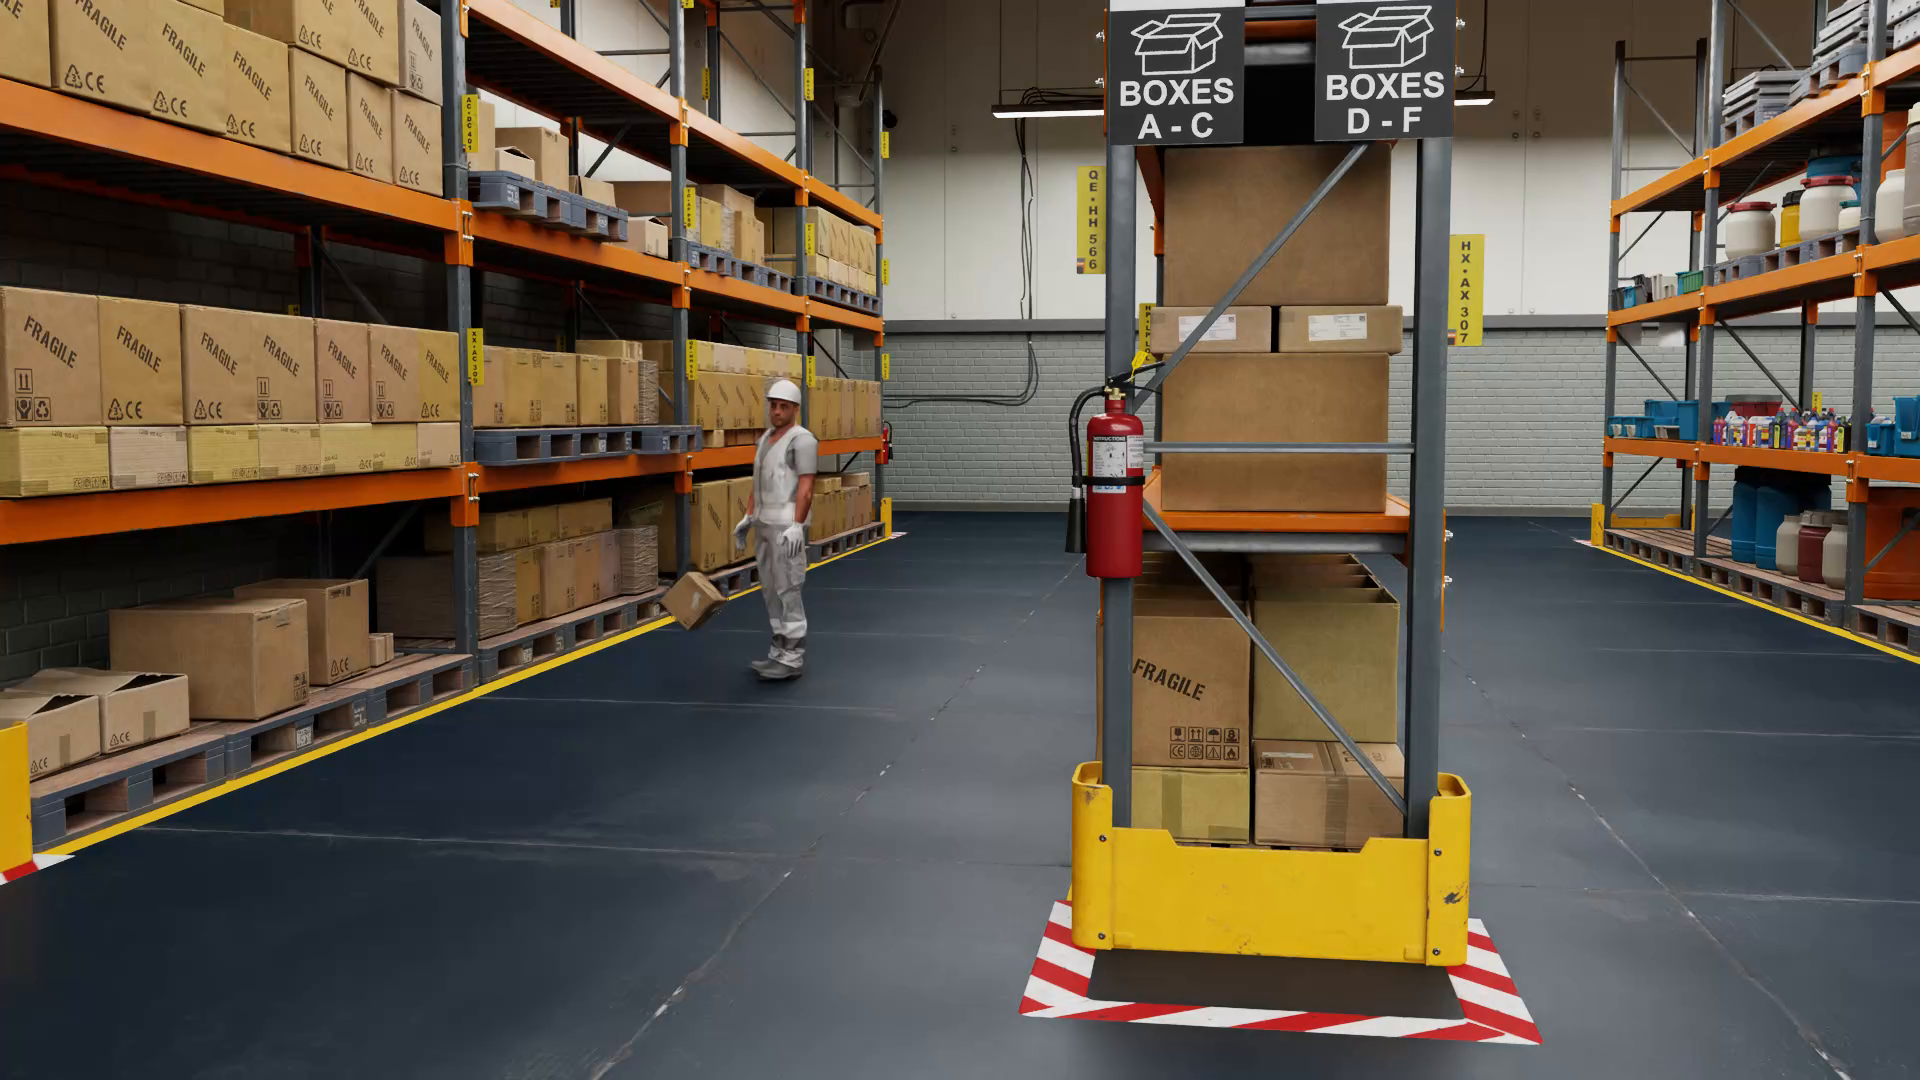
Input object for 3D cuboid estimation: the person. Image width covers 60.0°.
[{"bbox_3d":[-1.121,-0.063,9.999,0.383,1.791,0.632,-3,5,-36],"label":"person"}]
